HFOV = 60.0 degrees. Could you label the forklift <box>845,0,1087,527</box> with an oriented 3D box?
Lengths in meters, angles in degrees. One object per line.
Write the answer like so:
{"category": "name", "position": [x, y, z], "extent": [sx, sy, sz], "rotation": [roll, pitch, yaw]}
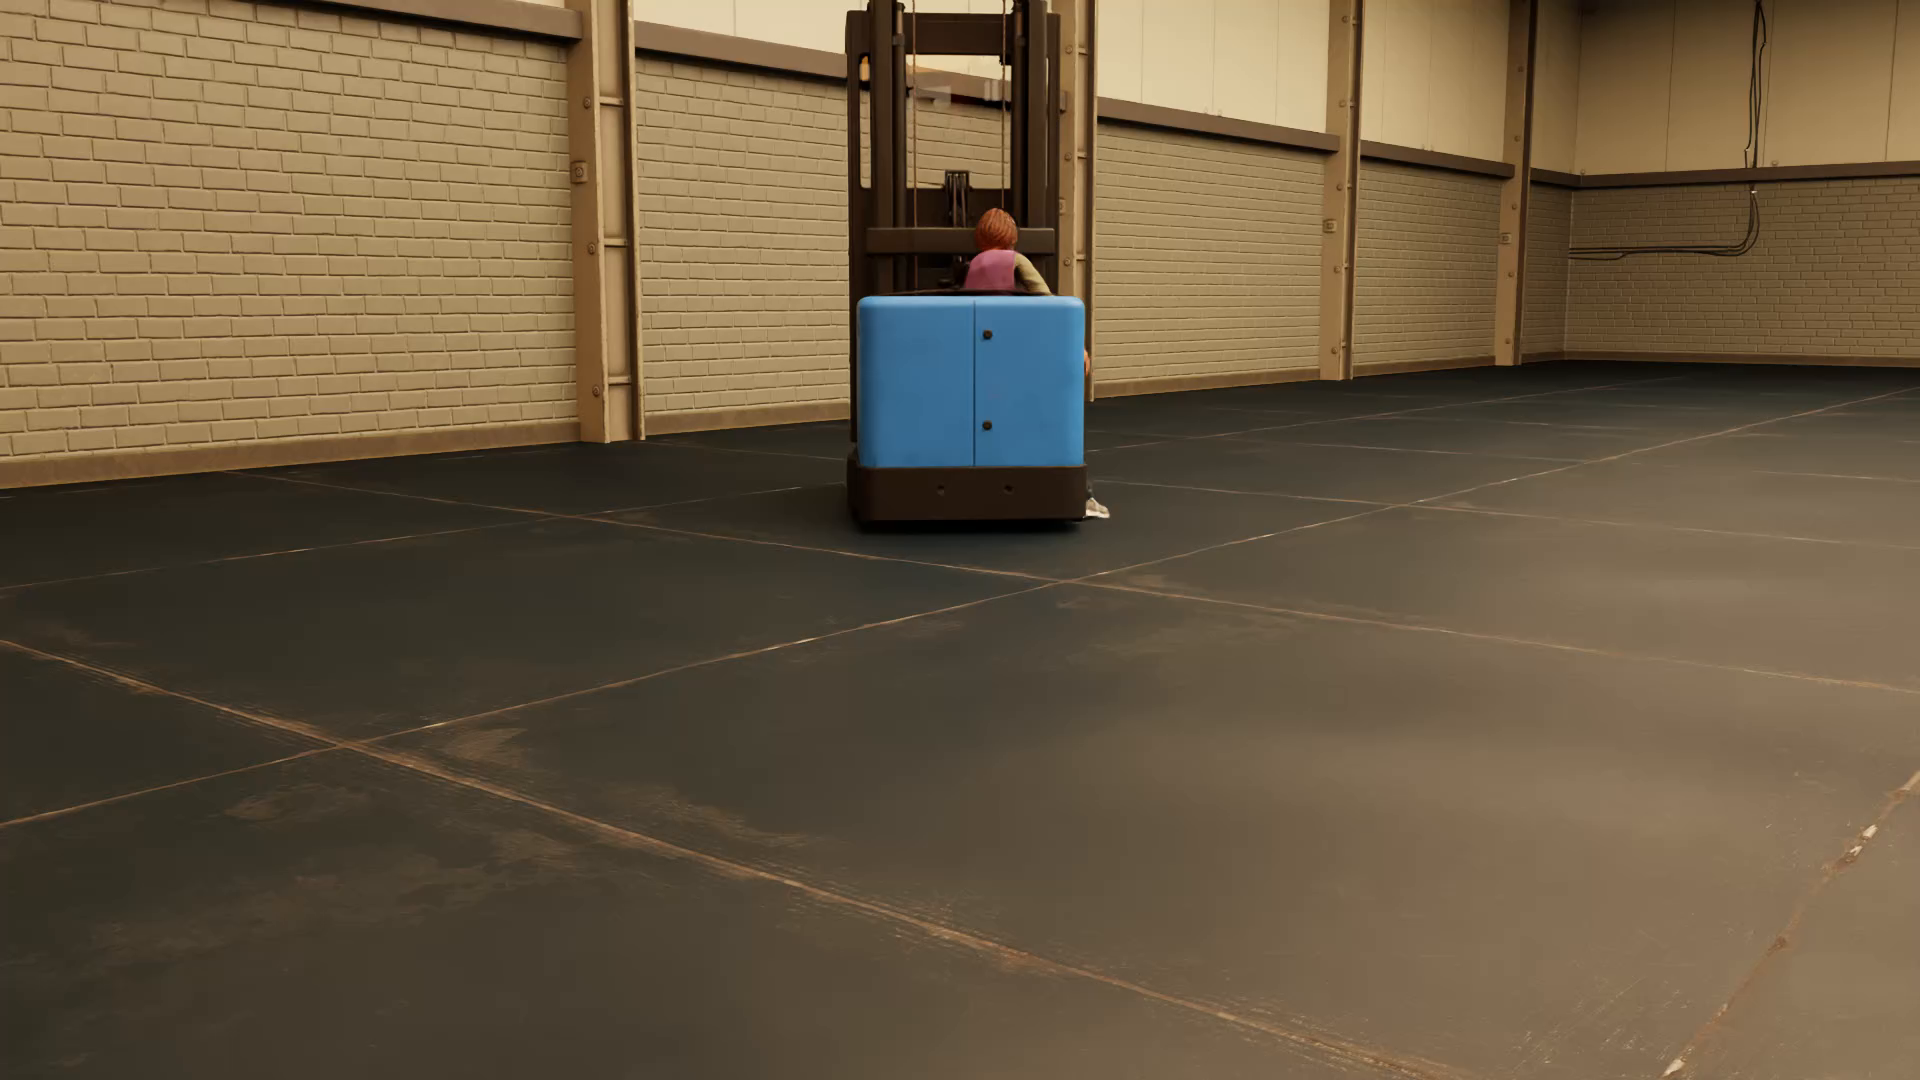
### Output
{"category": "forklift", "position": [-0.052, -1.690, 8.828], "extent": [1.130, 2.935, 3.031], "rotation": [-1, 8, -4]}

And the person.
{"category": "person", "position": [0.355, -0.814, 7.918], "extent": [0.720, 1.470, 0.726], "rotation": [5, 10, 32]}
